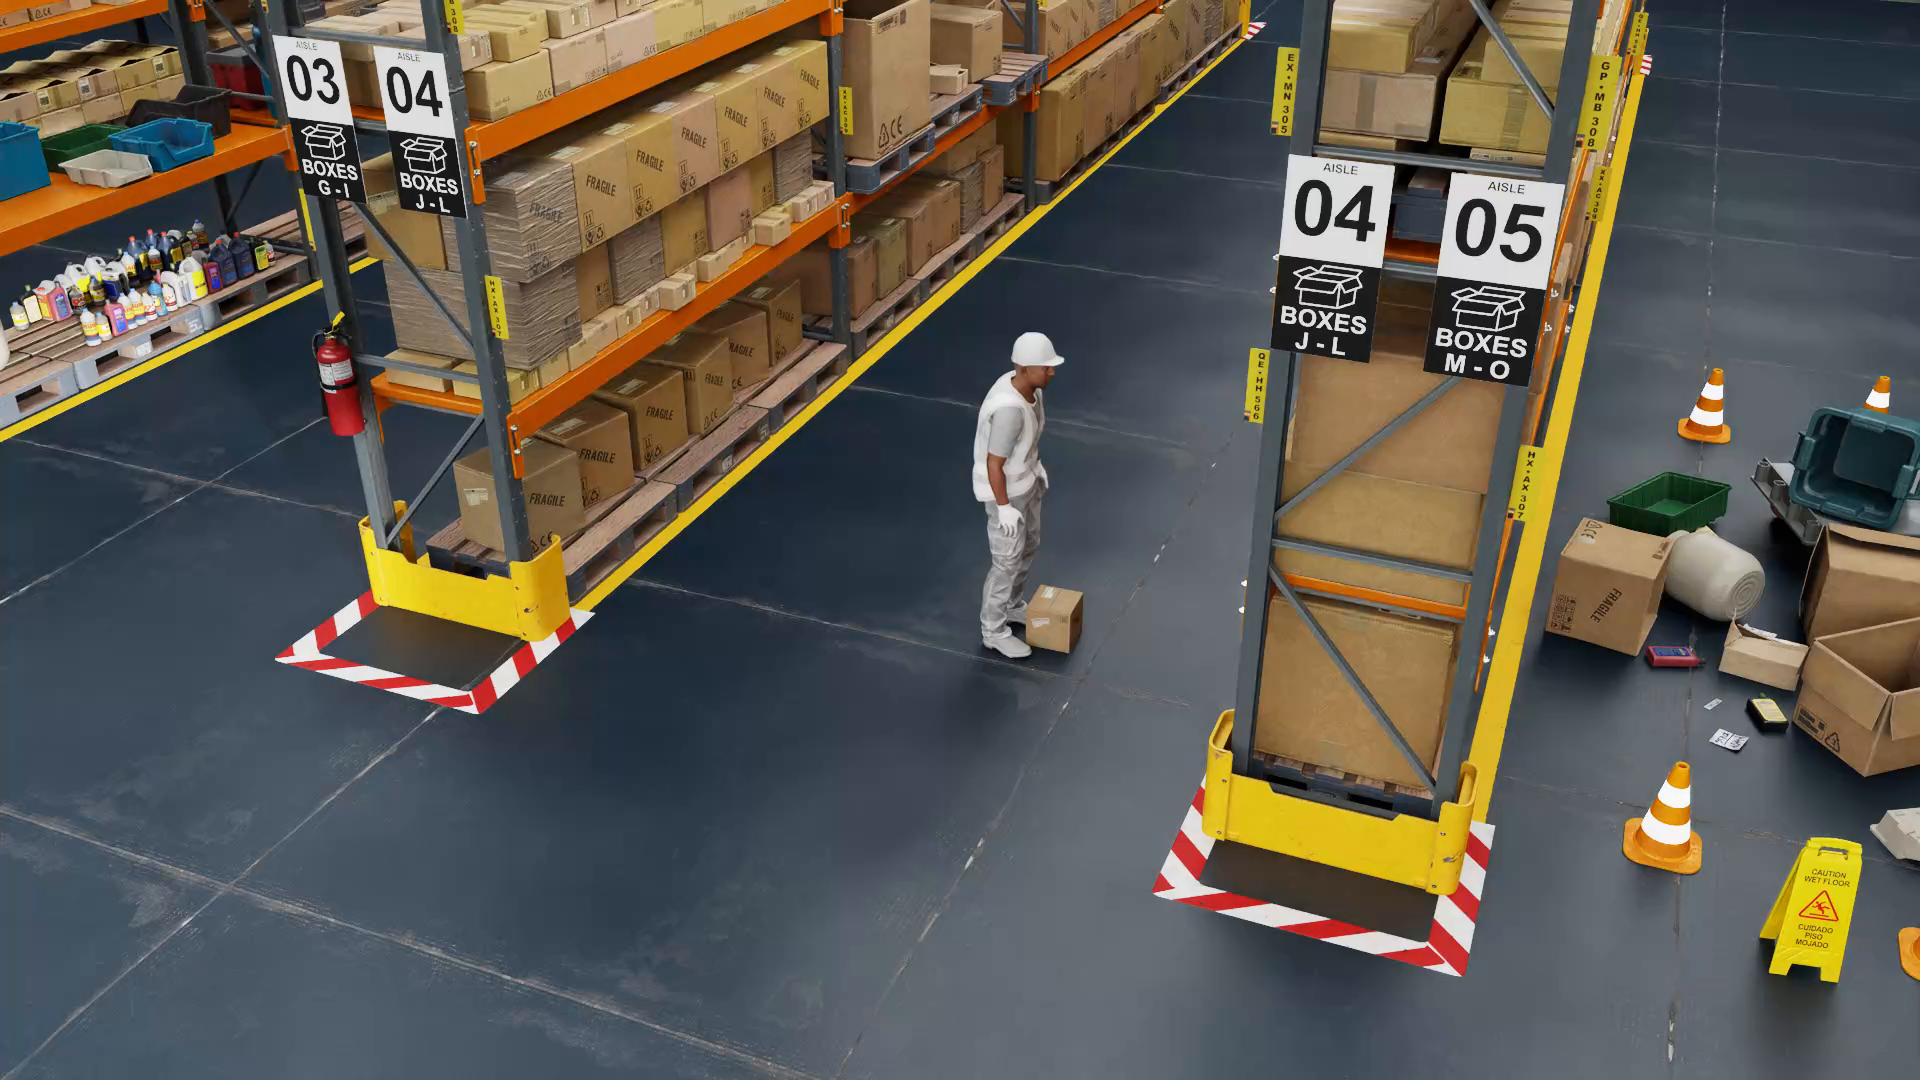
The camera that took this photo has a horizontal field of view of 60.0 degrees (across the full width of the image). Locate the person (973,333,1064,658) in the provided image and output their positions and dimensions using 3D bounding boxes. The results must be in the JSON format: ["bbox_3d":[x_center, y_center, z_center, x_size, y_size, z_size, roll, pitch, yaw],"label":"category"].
[{"bbox_3d":[0.309,-0.271,8.869,0.447,1.775,0.633,10,31,17],"label":"person"}]
